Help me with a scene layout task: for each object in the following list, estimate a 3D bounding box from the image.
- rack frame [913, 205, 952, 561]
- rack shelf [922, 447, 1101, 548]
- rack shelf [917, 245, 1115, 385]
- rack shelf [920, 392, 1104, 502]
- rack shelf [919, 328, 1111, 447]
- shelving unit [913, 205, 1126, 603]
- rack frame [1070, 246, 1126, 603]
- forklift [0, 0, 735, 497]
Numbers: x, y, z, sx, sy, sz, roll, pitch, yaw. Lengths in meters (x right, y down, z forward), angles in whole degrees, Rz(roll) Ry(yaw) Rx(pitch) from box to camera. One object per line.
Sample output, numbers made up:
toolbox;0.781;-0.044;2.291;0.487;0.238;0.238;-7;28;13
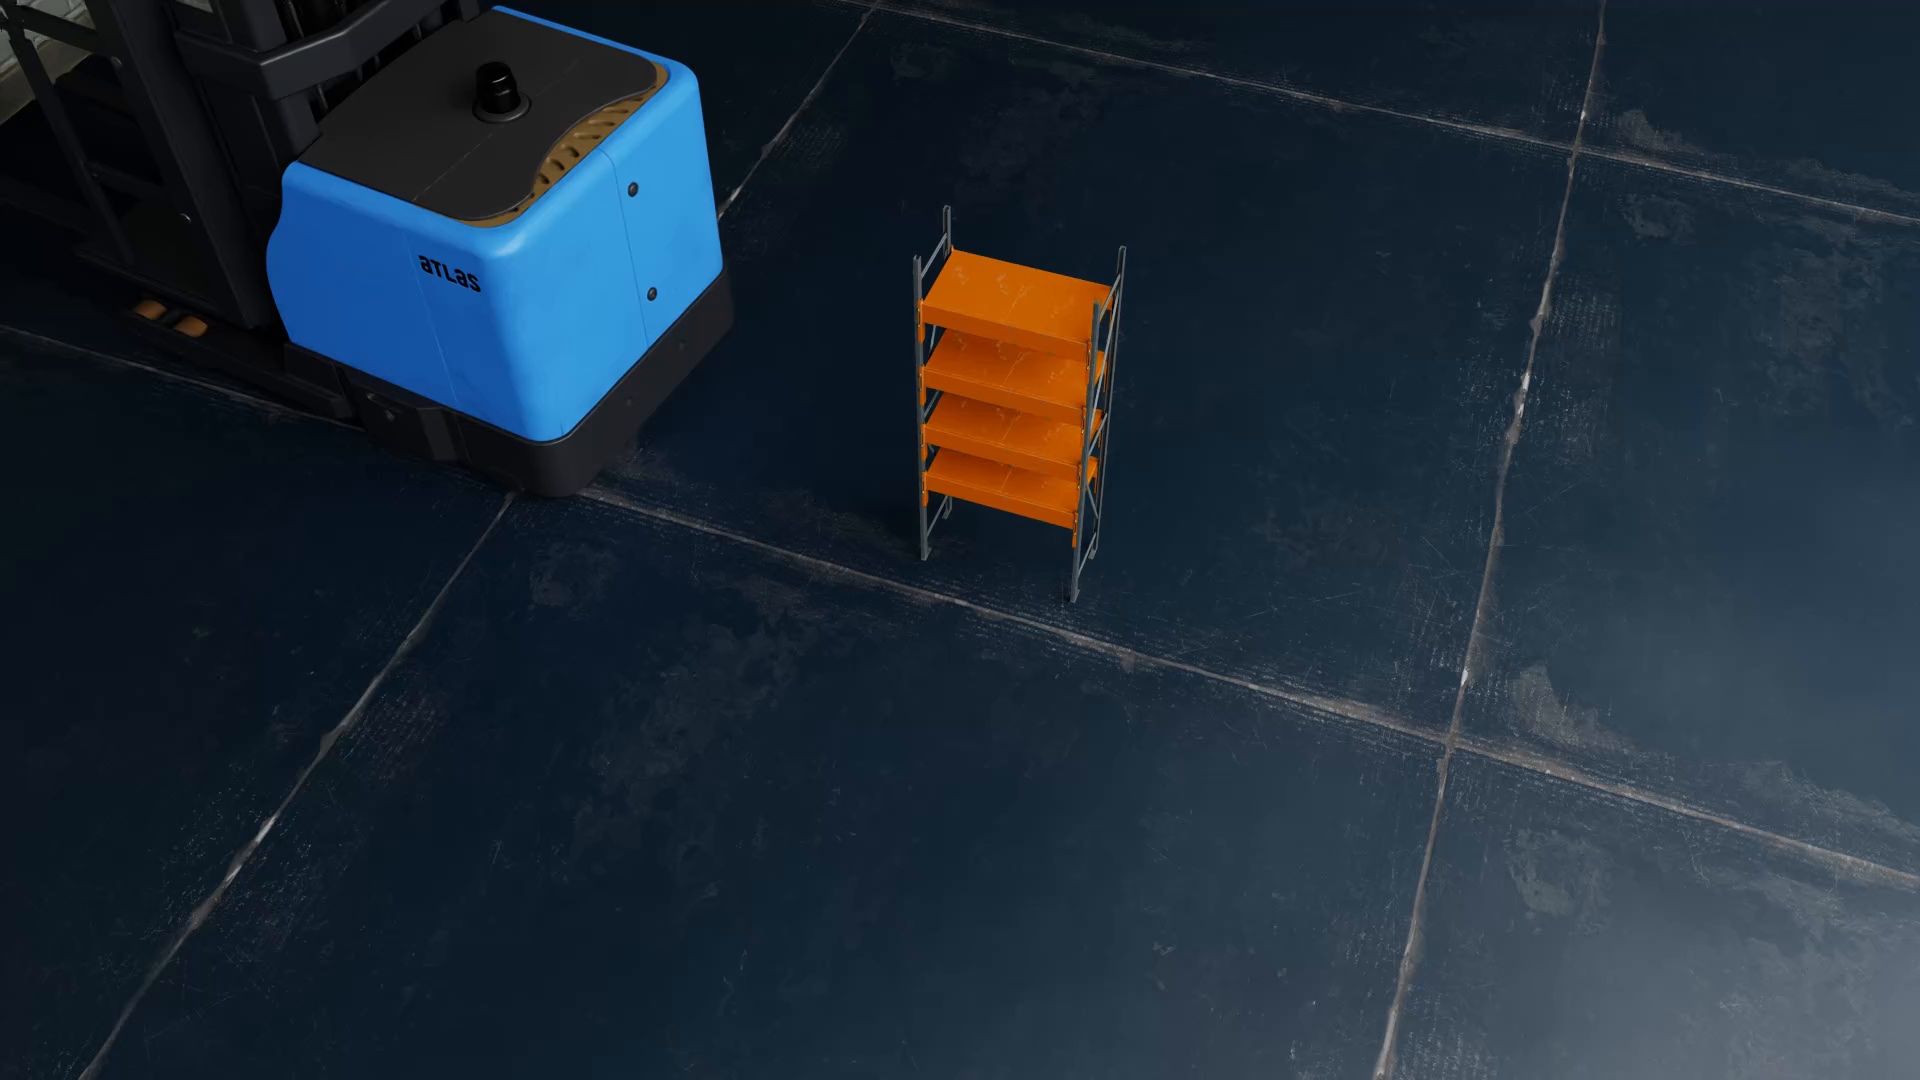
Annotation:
rack frame;-0.074;-0.414;4.814;0.015;1.200;0.240;16;51;13
rack shelf;0.155;-0.176;4.960;0.480;0.148;0.258;16;51;13
rack shelf;0.155;-0.607;4.462;0.480;0.148;0.258;16;51;13
rack shelf;0.155;-0.306;4.810;0.480;0.148;0.258;16;51;13
rack shelf;0.155;-0.452;4.641;0.480;0.148;0.258;16;51;13
shelving unit;0.155;-0.350;4.759;0.503;1.200;0.258;16;51;13
rack frame;0.384;-0.286;4.704;0.015;1.200;0.240;16;51;13
forklift;-2.336;-1.901;4.958;3.031;2.935;1.130;22;52;18
